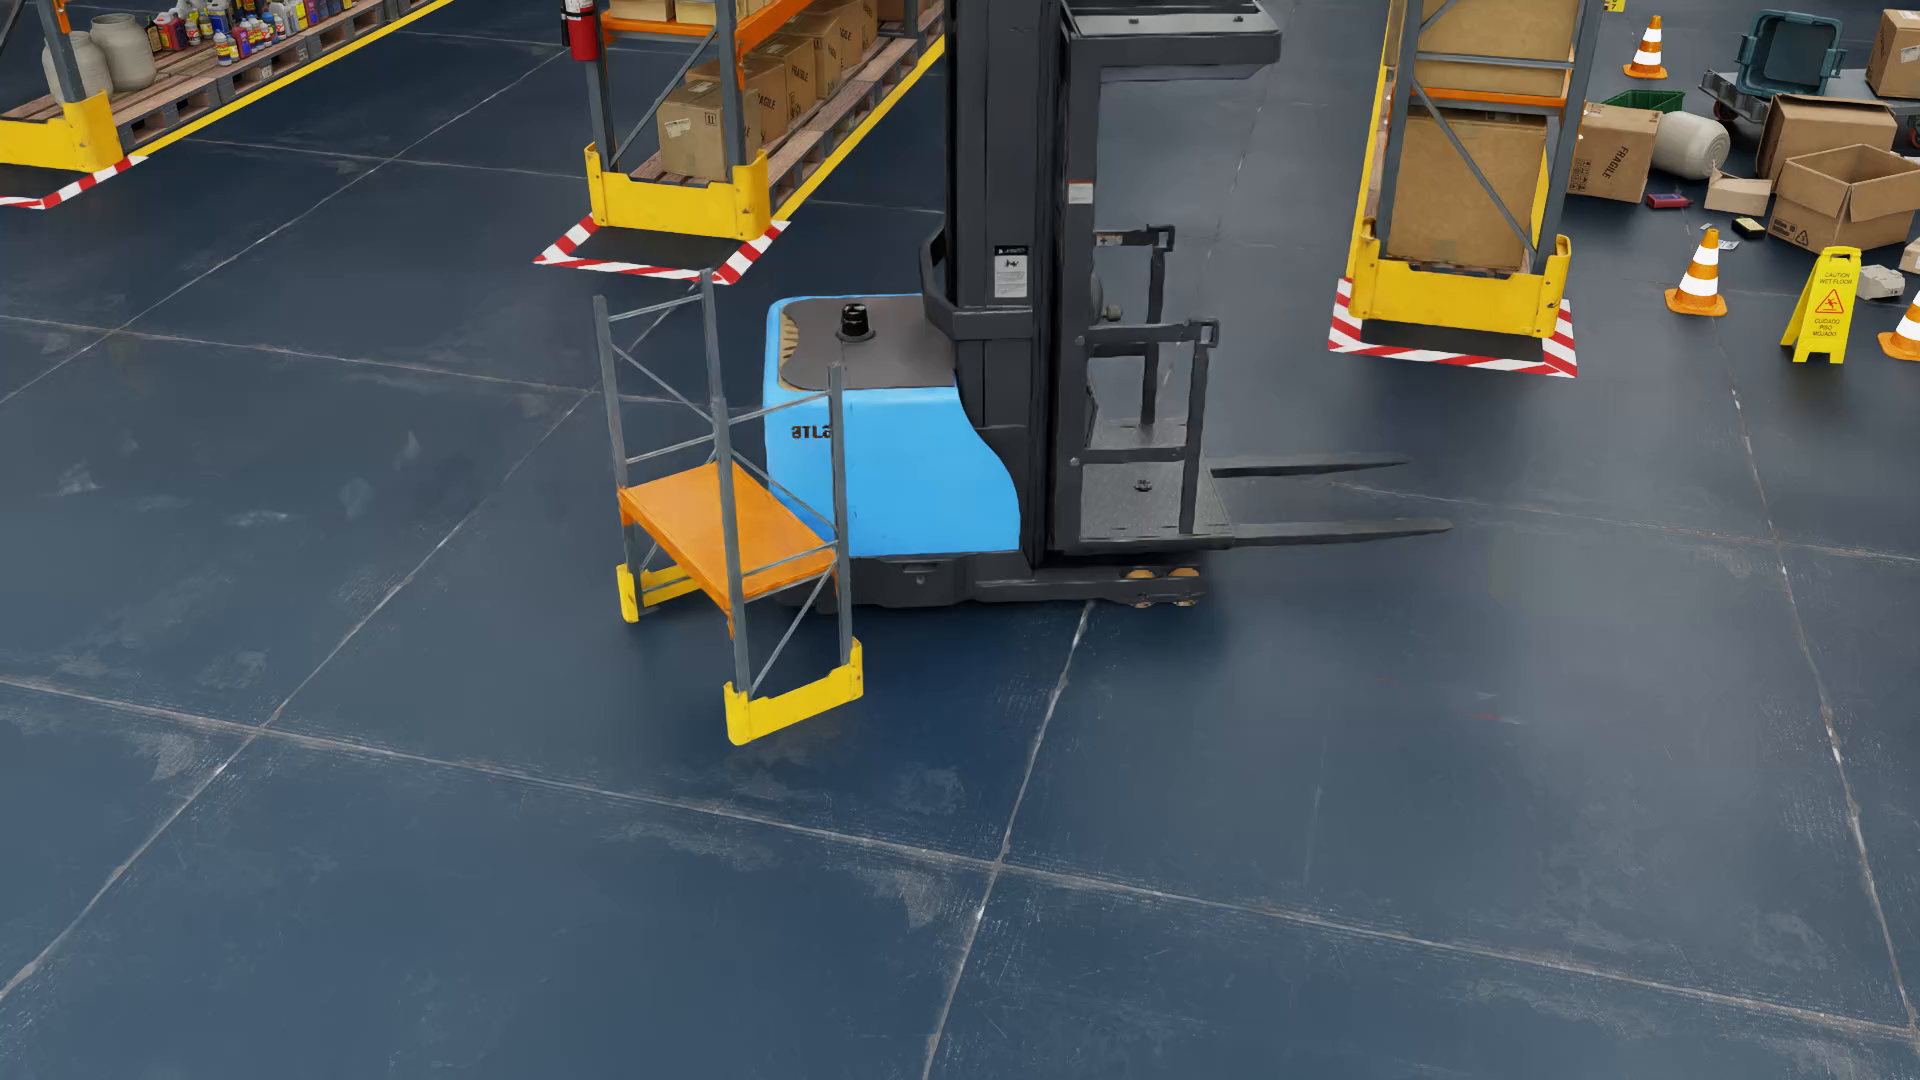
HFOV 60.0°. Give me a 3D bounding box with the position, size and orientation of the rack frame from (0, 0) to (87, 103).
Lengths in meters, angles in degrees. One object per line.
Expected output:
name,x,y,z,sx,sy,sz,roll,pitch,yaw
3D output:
rack frame,-6.658,-4.006,11.255,1.000,3.000,0.127,8,33,12

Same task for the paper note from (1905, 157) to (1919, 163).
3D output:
paper note,6.949,-2.762,12.066,0.148,0.019,0.142,8,33,12

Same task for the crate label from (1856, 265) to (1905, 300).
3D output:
crate label,5.559,-1.564,10.083,0.250,0.136,0.298,-8,33,-13

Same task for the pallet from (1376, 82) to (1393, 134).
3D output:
pallet,3.651,-3.119,12.459,1.003,0.211,1.213,8,33,12

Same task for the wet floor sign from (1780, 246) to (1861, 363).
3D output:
wet floor sign,4.813,-1.326,9.234,0.267,0.644,0.232,3,33,4

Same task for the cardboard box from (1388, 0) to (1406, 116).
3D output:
cardboard box,3.693,-3.643,12.274,0.875,0.875,0.875,9,33,13

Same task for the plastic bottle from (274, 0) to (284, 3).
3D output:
plastic bottle,-5.764,-4.481,14.124,0.061,0.283,0.133,8,33,12

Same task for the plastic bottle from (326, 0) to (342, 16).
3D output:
plastic bottle,-5.528,-4.776,14.525,0.144,0.351,0.185,7,33,11

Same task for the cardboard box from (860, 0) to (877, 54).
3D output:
cardboard box,-0.992,-4.327,13.700,0.500,0.500,0.500,7,33,11

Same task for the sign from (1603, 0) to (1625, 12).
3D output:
sign,3.440,-2.924,8.672,0.100,0.325,0.005,8,33,12

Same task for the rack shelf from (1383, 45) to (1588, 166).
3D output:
rack shelf,3.412,-3.338,10.875,1.077,0.370,4.000,8,33,12

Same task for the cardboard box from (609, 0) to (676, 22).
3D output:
cardboard box,-1.995,-3.401,10.539,0.380,0.149,0.250,8,33,12

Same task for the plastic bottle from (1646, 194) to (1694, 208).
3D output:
plastic bottle,4.839,-2.311,11.329,0.283,0.061,0.133,-3,33,-4

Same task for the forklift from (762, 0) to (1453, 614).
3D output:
forklift,0.669,-1.222,6.941,3.031,2.935,1.130,-2,33,-3

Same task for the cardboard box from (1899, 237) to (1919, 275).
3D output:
cardboard box,6.097,-1.734,10.339,0.380,0.149,0.250,28,42,36

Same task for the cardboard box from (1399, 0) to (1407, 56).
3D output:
cardboard box,3.074,-3.154,9.776,0.875,0.550,0.550,8,33,12

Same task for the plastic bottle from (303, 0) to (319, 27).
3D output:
plastic bottle,-5.577,-4.558,14.245,0.061,0.283,0.133,10,34,16

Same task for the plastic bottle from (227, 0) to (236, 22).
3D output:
plastic bottle,-6.298,-4.574,14.282,0.097,0.271,0.097,0,32,0

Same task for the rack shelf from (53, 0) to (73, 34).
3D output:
rack shelf,-6.150,-4.740,13.081,1.077,0.370,4.000,8,33,12

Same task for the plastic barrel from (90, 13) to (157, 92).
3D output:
plastic barrel,-6.438,-3.745,12.773,0.421,0.512,0.421,0,32,0

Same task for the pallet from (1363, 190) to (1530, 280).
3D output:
pallet,3.032,-1.852,10.467,1.003,0.211,1.213,8,33,12

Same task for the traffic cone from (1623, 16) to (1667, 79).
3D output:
traffic cone,5.721,-4.099,13.767,0.336,0.463,0.334,8,33,12

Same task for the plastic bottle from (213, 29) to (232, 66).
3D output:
plastic bottle,-5.896,-3.938,13.282,0.097,0.271,0.097,0,32,0

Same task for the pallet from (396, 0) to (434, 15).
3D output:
pallet,-5.481,-5.317,15.918,1.003,0.211,1.213,8,33,12

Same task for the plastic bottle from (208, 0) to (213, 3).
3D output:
plastic bottle,-6.379,-4.580,14.281,0.061,0.283,0.133,9,34,15

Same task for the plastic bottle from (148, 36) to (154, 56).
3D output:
plastic bottle,-6.616,-4.023,13.481,0.097,0.201,0.097,0,32,0

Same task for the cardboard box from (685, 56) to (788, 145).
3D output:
cardboard box,-1.574,-3.090,11.754,0.500,0.500,0.500,17,36,25

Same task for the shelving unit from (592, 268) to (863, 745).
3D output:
shelving unit,-0.930,-0.155,6.595,0.587,1.500,1.083,-20,37,-28

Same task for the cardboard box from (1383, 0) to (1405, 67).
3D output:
cardboard box,3.990,-4.242,13.332,1.050,0.750,0.750,8,33,12

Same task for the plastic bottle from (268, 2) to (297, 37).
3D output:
plastic bottle,-5.703,-4.393,13.993,0.152,0.276,0.135,9,33,13

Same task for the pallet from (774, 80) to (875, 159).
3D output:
pallet,-1.296,-3.242,12.653,1.003,0.211,1.213,8,33,12

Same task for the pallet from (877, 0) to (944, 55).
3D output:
pallet,-0.656,-4.635,14.843,1.003,0.211,1.213,8,33,12

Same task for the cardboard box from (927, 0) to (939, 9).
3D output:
cardboard box,-0.536,-5.099,14.894,0.700,0.500,0.500,8,33,12

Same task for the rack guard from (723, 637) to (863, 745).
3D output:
rack guard,-0.651,0.594,6.582,0.587,0.250,0.087,-20,37,-28

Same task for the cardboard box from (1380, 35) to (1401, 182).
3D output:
cardboard box,3.234,-2.702,10.793,0.875,0.875,0.875,8,33,12

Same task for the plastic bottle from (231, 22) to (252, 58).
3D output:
plastic bottle,-5.821,-4.058,13.460,0.061,0.283,0.133,9,33,13

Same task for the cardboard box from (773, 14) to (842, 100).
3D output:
cardboard box,-1.212,-3.696,12.707,0.500,0.500,0.500,5,33,8

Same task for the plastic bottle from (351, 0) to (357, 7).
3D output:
plastic bottle,-5.434,-4.856,14.790,0.097,0.201,0.097,0,32,0

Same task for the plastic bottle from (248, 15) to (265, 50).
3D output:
plastic bottle,-5.784,-4.168,13.644,0.097,0.271,0.097,0,32,0

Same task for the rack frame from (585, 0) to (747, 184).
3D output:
rack frame,-1.867,-3.331,10.194,1.000,3.000,0.127,8,33,12

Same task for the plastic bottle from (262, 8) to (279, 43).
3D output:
plastic bottle,-5.733,-4.273,13.809,0.097,0.271,0.097,0,32,0

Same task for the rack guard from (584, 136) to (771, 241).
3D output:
rack guard,-1.848,-2.316,10.927,1.175,0.500,0.348,8,33,12

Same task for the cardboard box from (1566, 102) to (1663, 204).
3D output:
cardboard box,4.519,-2.680,11.498,0.500,0.500,0.500,14,35,21

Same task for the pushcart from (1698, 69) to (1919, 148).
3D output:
pushcart,6.515,-3.236,12.488,1.648,0.377,0.936,-3,33,-4

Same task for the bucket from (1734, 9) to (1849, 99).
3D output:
bucket,6.115,-3.555,12.180,0.726,0.611,0.620,20,28,29

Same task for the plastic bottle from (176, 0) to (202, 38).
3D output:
plastic bottle,-6.452,-4.372,13.890,0.144,0.351,0.185,9,34,14

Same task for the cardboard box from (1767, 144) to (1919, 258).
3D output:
cardboard box,5.715,-2.185,10.718,0.797,0.503,0.637,-14,35,-21

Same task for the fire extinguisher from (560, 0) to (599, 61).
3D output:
fire extinguisher,-2.342,-3.302,10.220,0.296,0.674,0.183,8,33,12

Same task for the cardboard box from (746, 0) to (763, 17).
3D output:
cardboard box,-1.482,-3.468,10.643,0.380,0.149,0.250,8,33,12

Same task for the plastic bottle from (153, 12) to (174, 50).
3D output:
plastic bottle,-6.526,-4.182,13.661,0.152,0.276,0.135,8,33,13

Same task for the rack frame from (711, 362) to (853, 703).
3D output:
rack frame,-0.641,0.076,6.233,0.500,1.500,0.032,-20,37,-28

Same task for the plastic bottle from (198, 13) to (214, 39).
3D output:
plastic bottle,-6.324,-4.315,13.940,0.097,0.201,0.097,0,32,0

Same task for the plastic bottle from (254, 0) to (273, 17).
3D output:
plastic bottle,-6.110,-4.767,14.512,0.144,0.351,0.185,8,33,12

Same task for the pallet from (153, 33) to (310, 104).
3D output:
pallet,-6.161,-3.927,13.730,1.003,0.211,1.213,8,33,12
